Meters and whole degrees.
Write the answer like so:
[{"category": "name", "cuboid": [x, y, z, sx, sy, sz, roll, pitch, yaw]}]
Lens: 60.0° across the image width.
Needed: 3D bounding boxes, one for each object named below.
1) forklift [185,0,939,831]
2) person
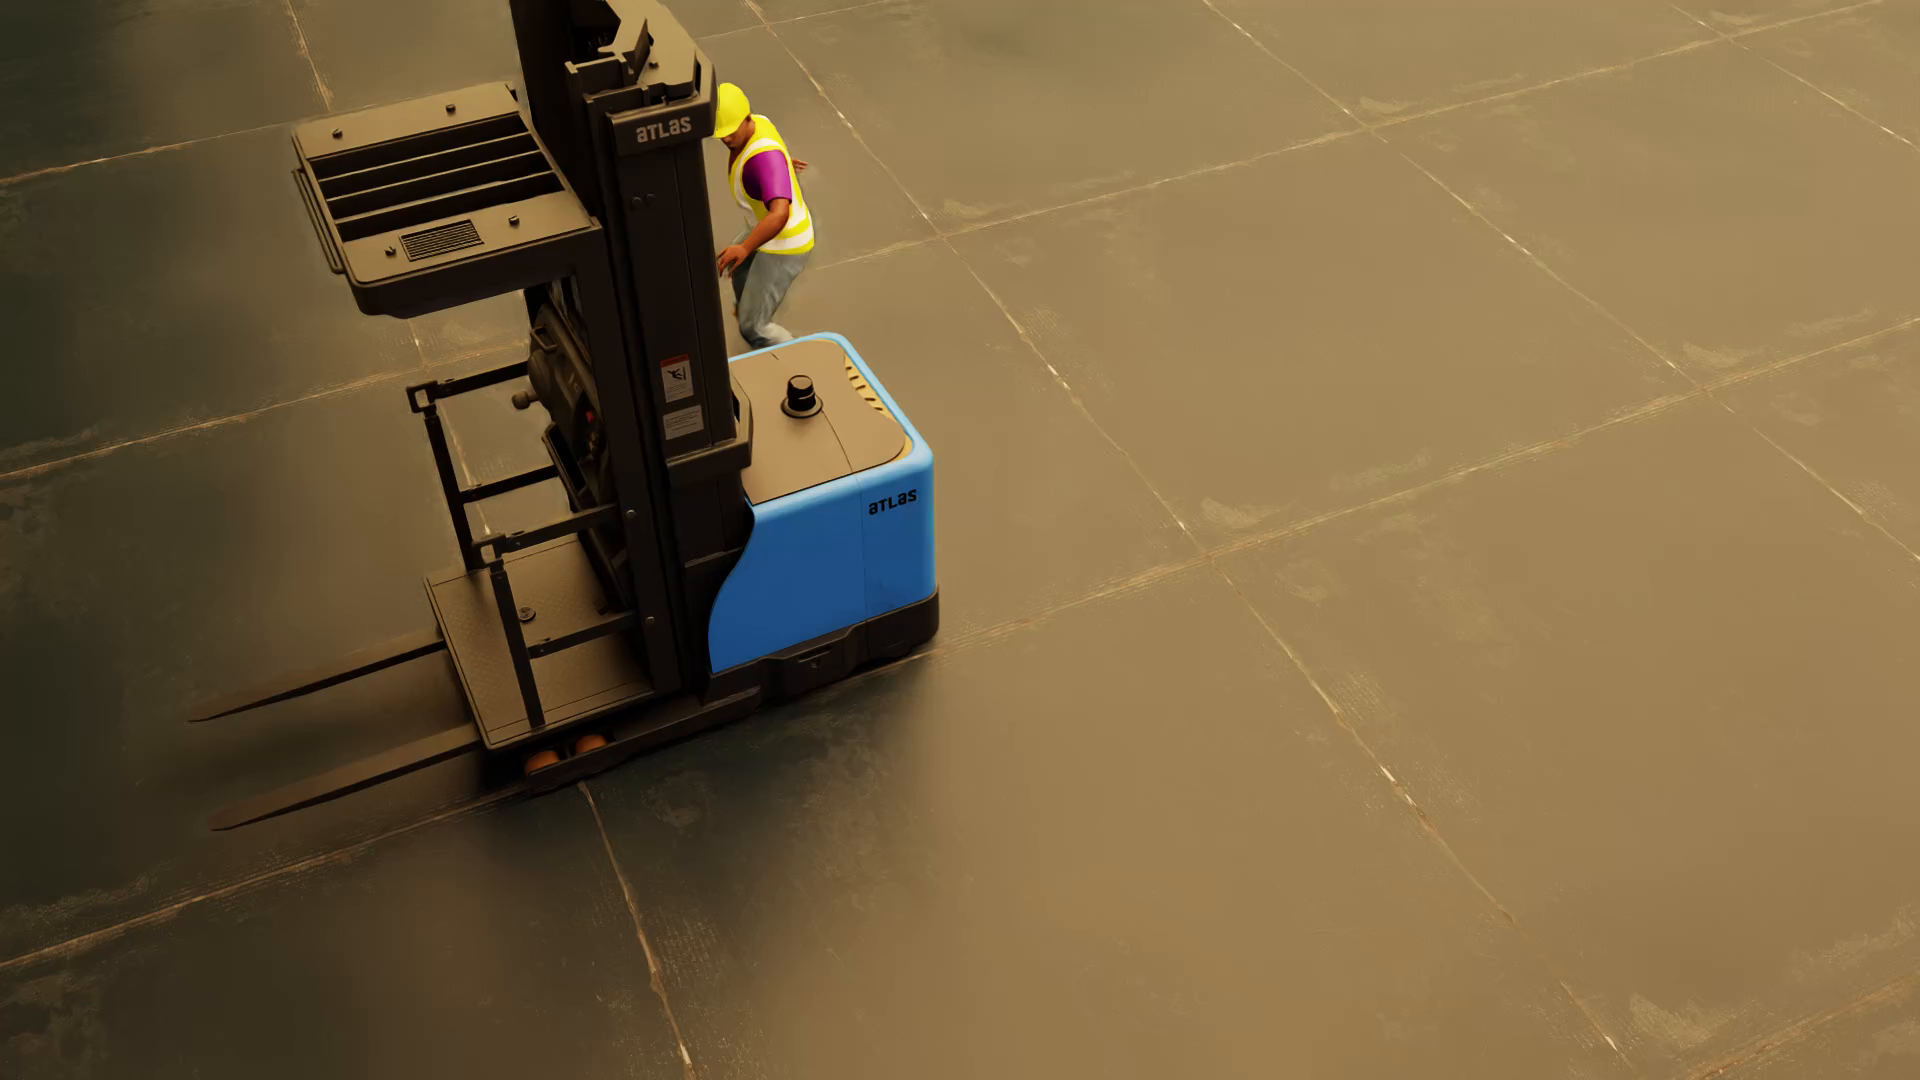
[{"category": "forklift", "cuboid": [-1.644, -0.471, 6.185, 3.031, 2.935, 1.130, -19, 46, -19]}, {"category": "person", "cuboid": [-0.986, -1.537, 8.371, 0.547, 1.705, 1.194, -5, 43, -5]}]
